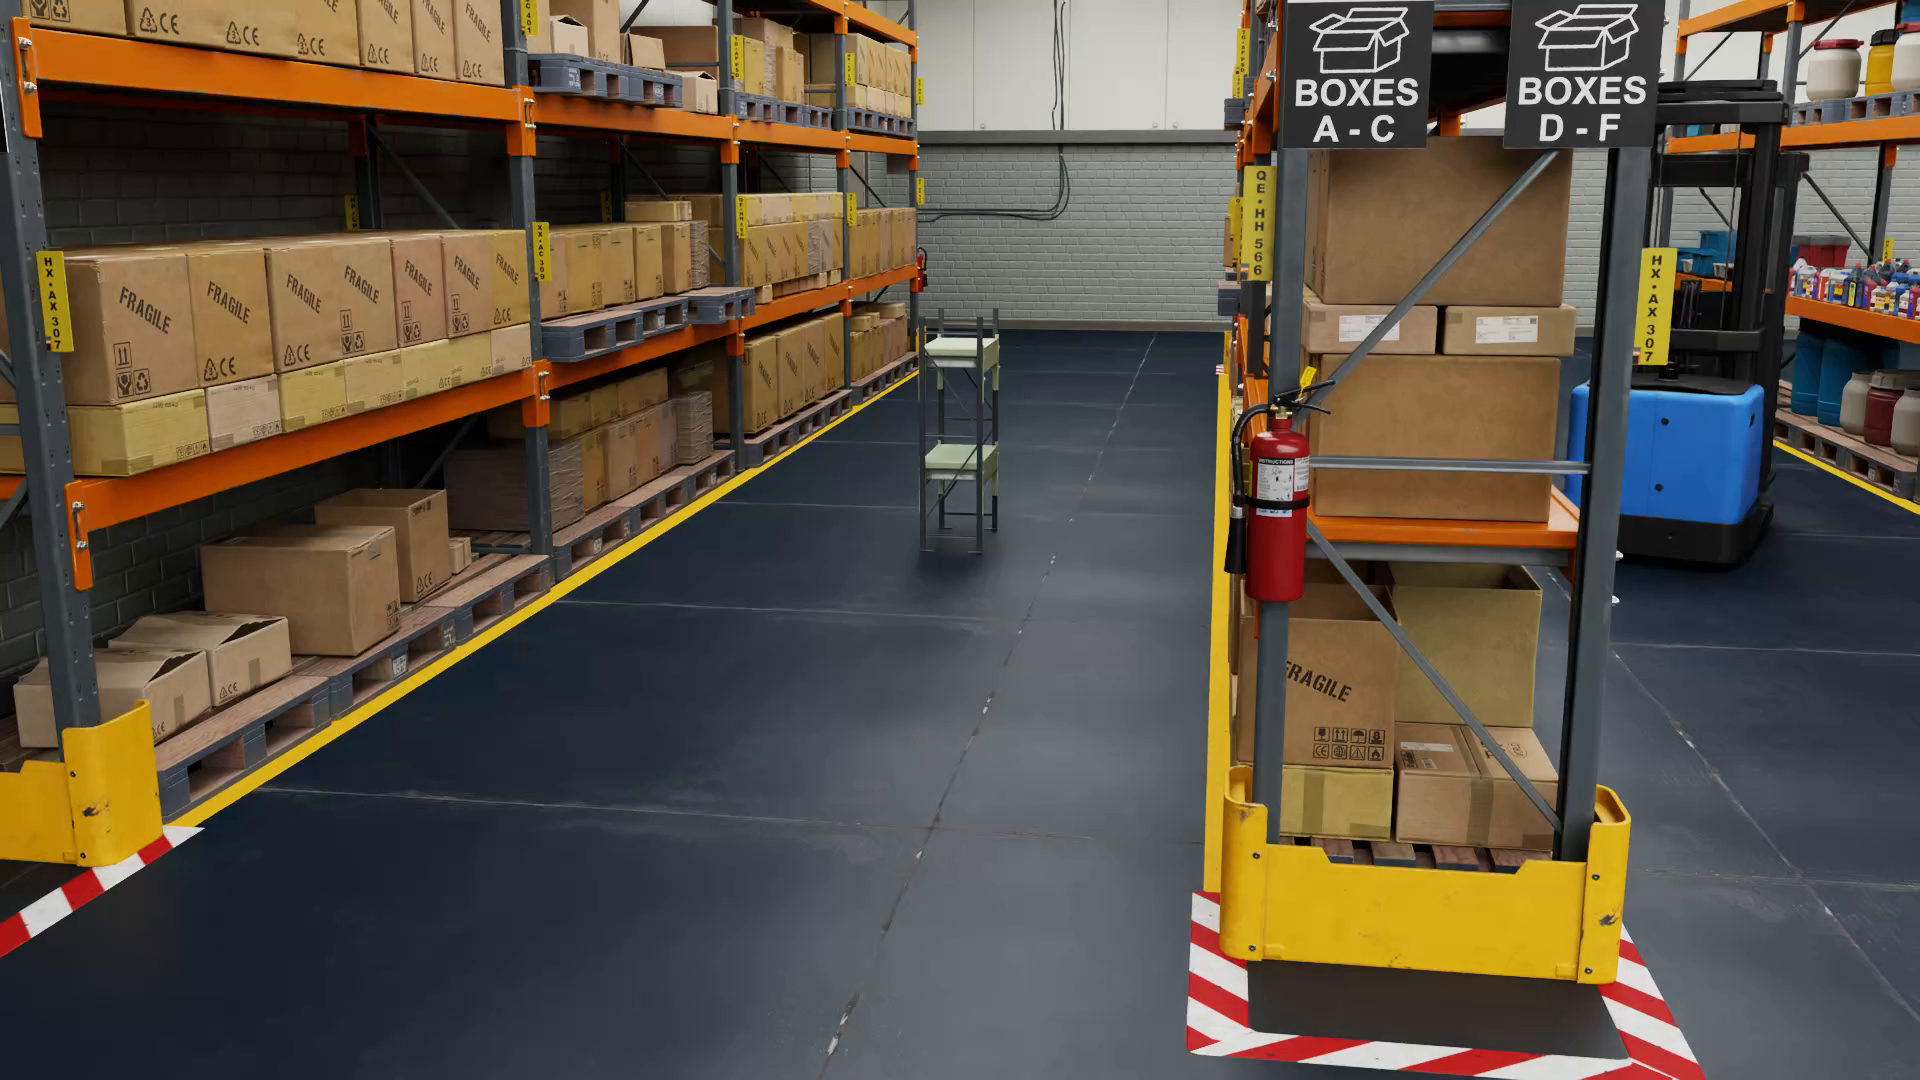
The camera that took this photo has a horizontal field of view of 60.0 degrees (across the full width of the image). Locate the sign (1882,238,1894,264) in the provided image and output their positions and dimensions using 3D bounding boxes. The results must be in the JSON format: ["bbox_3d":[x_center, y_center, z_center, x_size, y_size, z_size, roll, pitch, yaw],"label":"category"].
[{"bbox_3d":[8.683,-2.667,15.590,0.100,0.325,0.005,2,12,9],"label":"sign"}]

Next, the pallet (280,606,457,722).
[{"bbox_3d":[-3.133,0.554,7.923,1.003,0.211,1.213,2,12,9],"label":"pallet"}]

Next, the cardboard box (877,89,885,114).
[{"bbox_3d":[-1.118,-4.866,18.452,0.500,0.250,0.500,2,12,7],"label":"cardboard box"}]

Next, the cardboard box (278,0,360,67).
[{"bbox_3d":[-2.941,-2.290,7.095,0.500,0.500,0.500,3,12,12],"label":"cardboard box"}]

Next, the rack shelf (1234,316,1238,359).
[{"bbox_3d":[2.939,-1.943,14.596,1.077,0.370,4.000,2,12,9],"label":"rack shelf"}]

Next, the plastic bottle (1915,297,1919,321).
[{"bbox_3d":[7.201,-1.741,12.424,0.097,0.201,0.097,0,12,0],"label":"plastic bottle"}]

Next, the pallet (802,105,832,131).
[{"bbox_3d":[-1.741,-4.051,16.004,0.805,0.209,1.217,1,12,6],"label":"pallet"}]

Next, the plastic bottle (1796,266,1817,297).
[{"bbox_3d":[7.636,-2.329,14.973,0.152,0.276,0.135,2,12,9],"label":"plastic bottle"}]

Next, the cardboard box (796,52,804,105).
[{"bbox_3d":[-1.893,-4.421,15.986,0.700,0.500,0.500,1,12,6],"label":"cardboard box"}]

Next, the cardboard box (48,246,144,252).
[{"bbox_3d":[-3.545,-0.885,6.508,0.500,0.500,0.500,2,12,9],"label":"cardboard box"}]

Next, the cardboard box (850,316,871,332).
[{"bbox_3d":[-1.200,-2.389,18.354,0.380,0.149,0.250,2,12,11],"label":"cardboard box"}]

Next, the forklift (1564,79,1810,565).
[{"bbox_3d":[4.969,-1.542,11.193,1.130,2.935,3.031,7,14,30],"label":"forklift"}]

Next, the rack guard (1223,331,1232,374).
[{"bbox_3d":[3.850,-2.306,20.505,1.175,0.500,0.348,2,12,9],"label":"rack guard"}]

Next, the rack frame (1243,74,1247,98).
[{"bbox_3d":[3.246,-5.643,15.820,1.000,3.000,0.127,2,12,9],"label":"rack frame"}]

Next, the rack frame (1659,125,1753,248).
[{"bbox_3d":[8.755,-3.382,19.567,1.000,3.000,0.127,2,12,9],"label":"rack frame"}]

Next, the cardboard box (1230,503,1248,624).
[{"bbox_3d":[1.407,0.126,7.041,0.500,0.500,0.500,2,12,9],"label":"cardboard box"}]

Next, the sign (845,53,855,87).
[{"bbox_3d":[-1.111,-4.728,16.717,0.100,0.325,0.005,2,12,9],"label":"sign"}]

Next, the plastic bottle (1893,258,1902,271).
[{"bbox_3d":[8.322,-2.323,14.771,0.144,0.351,0.185,2,12,9],"label":"plastic bottle"}]

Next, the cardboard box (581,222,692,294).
[{"bbox_3d":[-2.386,-2.086,12.273,0.700,0.500,0.500,1,12,3],"label":"cardboard box"}]

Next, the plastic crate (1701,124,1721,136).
[{"bbox_3d":[8.249,-4.509,17.823,0.504,0.338,0.767,2,12,9],"label":"plastic crate"}]

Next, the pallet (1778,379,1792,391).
[{"bbox_3d":[8.400,-1.595,17.895,1.003,0.211,1.213,2,12,9],"label":"pallet"}]

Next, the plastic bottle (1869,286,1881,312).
[{"bbox_3d":[7.342,-1.931,13.305,0.097,0.201,0.097,0,12,0],"label":"plastic bottle"}]

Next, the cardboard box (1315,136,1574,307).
[{"bbox_3d":[1.493,-1.004,5.213,0.700,0.500,0.500,2,12,9],"label":"cardboard box"}]

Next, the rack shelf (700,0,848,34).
[{"bbox_3d":[-1.957,-4.840,14.747,1.077,0.370,4.000,2,12,9],"label":"rack shelf"}]

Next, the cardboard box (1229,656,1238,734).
[{"bbox_3d":[1.332,0.596,6.636,0.500,0.250,0.500,2,12,9],"label":"cardboard box"}]

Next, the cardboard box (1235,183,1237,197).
[{"bbox_3d":[3.533,-3.997,19.811,0.500,0.500,0.500,2,12,10],"label":"cardboard box"}]

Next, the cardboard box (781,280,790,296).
[{"bbox_3d":[-1.759,-2.305,15.120,0.380,0.149,0.250,2,12,9],"label":"cardboard box"}]

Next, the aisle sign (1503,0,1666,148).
[{"bbox_3d":[1.693,-1.460,4.477,0.394,0.787,0.004,2,12,9],"label":"aisle sign"}]

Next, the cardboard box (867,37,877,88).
[{"bbox_3d":[-1.189,-5.131,17.903,0.500,0.500,0.500,2,12,7],"label":"cardboard box"}]

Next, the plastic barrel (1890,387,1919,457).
[{"bbox_3d":[7.582,-0.929,13.091,0.421,0.512,0.421,0,12,0],"label":"plastic barrel"}]

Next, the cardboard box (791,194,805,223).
[{"bbox_3d":[-1.712,-3.017,15.103,0.500,0.250,0.500,2,12,7],"label":"cardboard box"}]

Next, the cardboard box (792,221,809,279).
[{"bbox_3d":[-1.697,-2.655,15.204,0.500,0.500,0.500,2,12,10],"label":"cardboard box"}]

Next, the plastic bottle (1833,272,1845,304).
[{"bbox_3d":[7.470,-2.138,14.101,0.097,0.271,0.097,0,12,0],"label":"plastic bottle"}]

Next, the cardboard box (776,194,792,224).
[{"bbox_3d":[-1.785,-2.911,14.609,0.500,0.250,0.500,2,12,9],"label":"cardboard box"}]

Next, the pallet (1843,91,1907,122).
[{"bbox_3d":[7.945,-3.521,13.539,1.003,0.211,1.213,2,12,9],"label":"pallet"}]

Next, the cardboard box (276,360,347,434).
[{"bbox_3d":[-2.956,-0.615,7.034,0.500,0.250,0.500,2,12,8],"label":"cardboard box"}]

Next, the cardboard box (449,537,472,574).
[{"bbox_3d":[-2.932,0.077,9.196,0.380,0.166,0.250,0,12,1],"label":"cardboard box"}]

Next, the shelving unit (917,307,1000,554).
[{"bbox_3d":[-0.001,-0.732,10.829,0.431,1.500,0.755,2,12,9],"label":"shelving unit"}]

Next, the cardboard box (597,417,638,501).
[{"bbox_3d":[-2.634,-0.566,11.389,0.700,0.500,0.500,2,12,9],"label":"cardboard box"}]

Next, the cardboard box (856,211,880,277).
[{"bbox_3d":[-1.432,-3.281,18.387,0.980,0.700,0.700,2,12,7],"label":"cardboard box"}]

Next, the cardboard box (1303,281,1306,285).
[{"bbox_3d":[1.430,-0.879,6.176,0.380,0.149,0.250,2,12,10],"label":"cardboard box"}]

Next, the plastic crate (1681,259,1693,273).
[{"bbox_3d":[8.157,-3.037,18.447,0.250,0.136,0.298,2,12,9],"label":"plastic crate"}]

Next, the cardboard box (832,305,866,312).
[{"bbox_3d":[-1.337,-2.730,19.936,0.380,0.149,0.250,2,12,9],"label":"cardboard box"}]

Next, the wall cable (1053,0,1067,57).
[{"bbox_3d":[2.862,-8.665,25.222,3.097,2.526,0.112,2,12,9],"label":"wall cable"}]

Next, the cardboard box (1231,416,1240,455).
[{"bbox_3d":[2.107,-0.698,11.312,0.500,0.311,0.500,2,12,7],"label":"cardboard box"}]

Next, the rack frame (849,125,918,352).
[{"bbox_3d":[-1.034,-3.703,21.057,1.000,3.000,0.127,2,12,9],"label":"rack frame"}]

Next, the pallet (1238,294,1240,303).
[{"bbox_3d":[2.926,-2.189,14.487,1.003,0.211,1.213,2,12,9],"label":"pallet"}]

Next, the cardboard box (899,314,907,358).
[{"bbox_3d":[-1.043,-2.538,20.584,0.700,0.500,0.500,2,12,9],"label":"cardboard box"}]

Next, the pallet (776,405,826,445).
[{"bbox_3d":[-1.878,-1.090,15.548,1.003,0.211,1.213,2,12,9],"label":"pallet"}]

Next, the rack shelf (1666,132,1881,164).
[{"bbox_3d":[8.448,-4.080,17.395,1.077,0.370,4.000,2,12,9],"label":"rack shelf"}]
